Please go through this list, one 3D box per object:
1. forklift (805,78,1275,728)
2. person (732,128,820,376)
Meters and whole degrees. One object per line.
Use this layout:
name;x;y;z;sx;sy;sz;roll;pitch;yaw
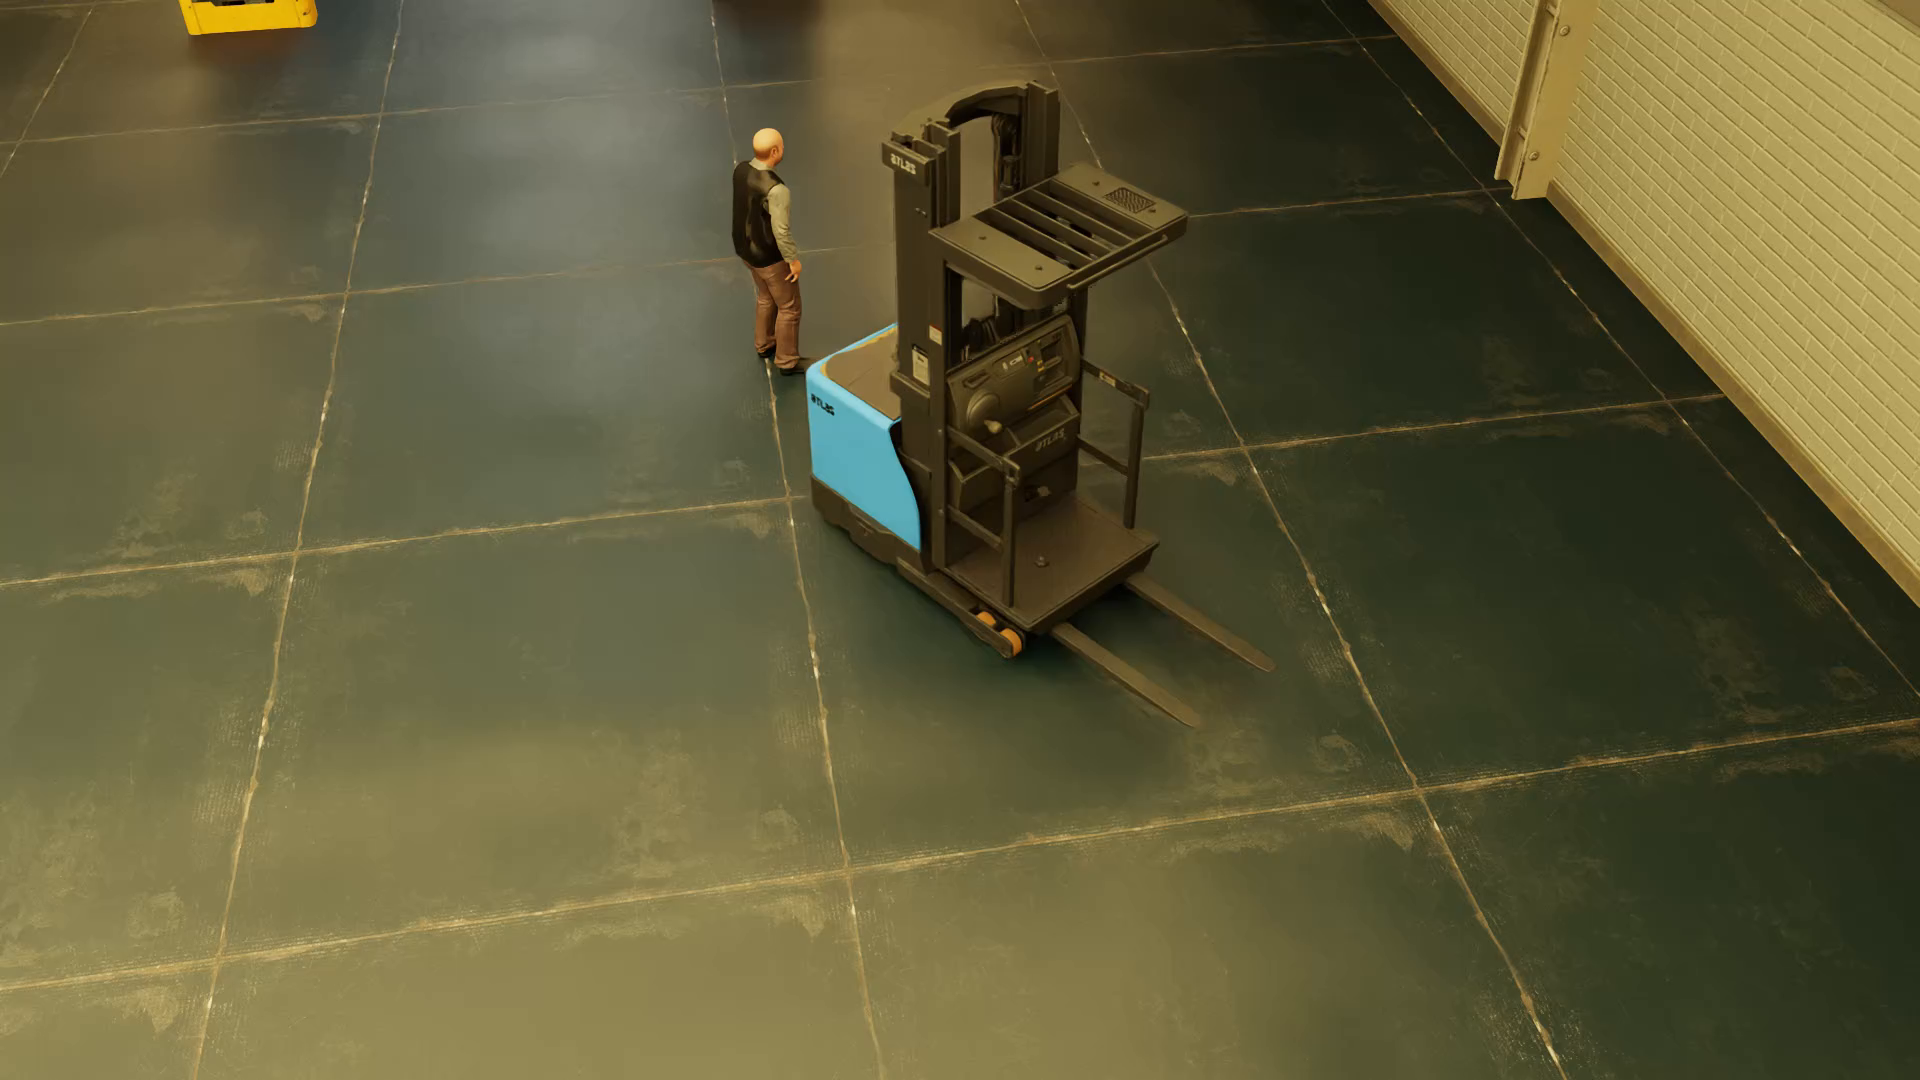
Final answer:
forklift;0.446;-0.826;8.929;1.130;2.935;3.031;-31;49;-31
person;-1.288;-1.930;11.164;0.421;1.720;0.590;-26;47;-27
